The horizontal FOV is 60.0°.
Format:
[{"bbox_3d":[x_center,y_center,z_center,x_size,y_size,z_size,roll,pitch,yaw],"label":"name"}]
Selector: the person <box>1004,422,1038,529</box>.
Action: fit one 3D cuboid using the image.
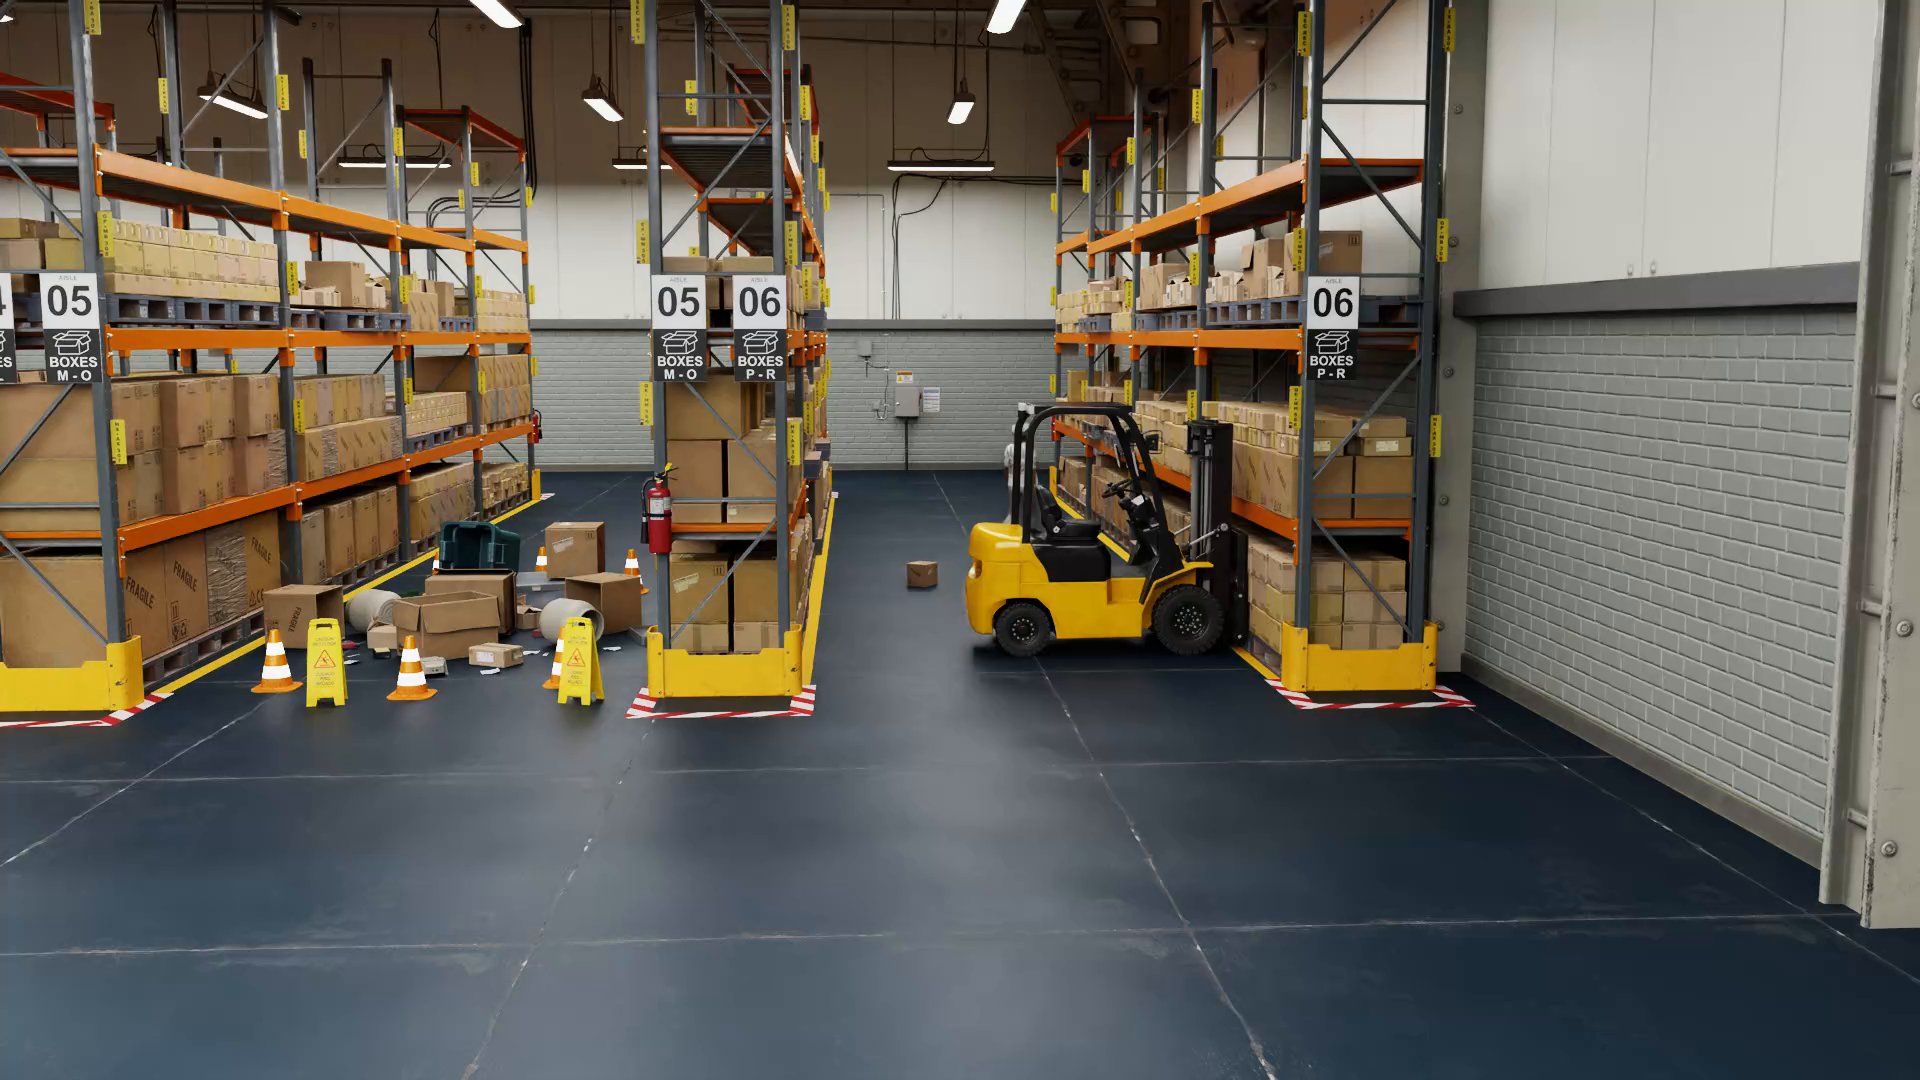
[{"bbox_3d":[0.759,-0.658,20.930,0.443,1.664,0.775,2,7,18],"label":"person"}]
